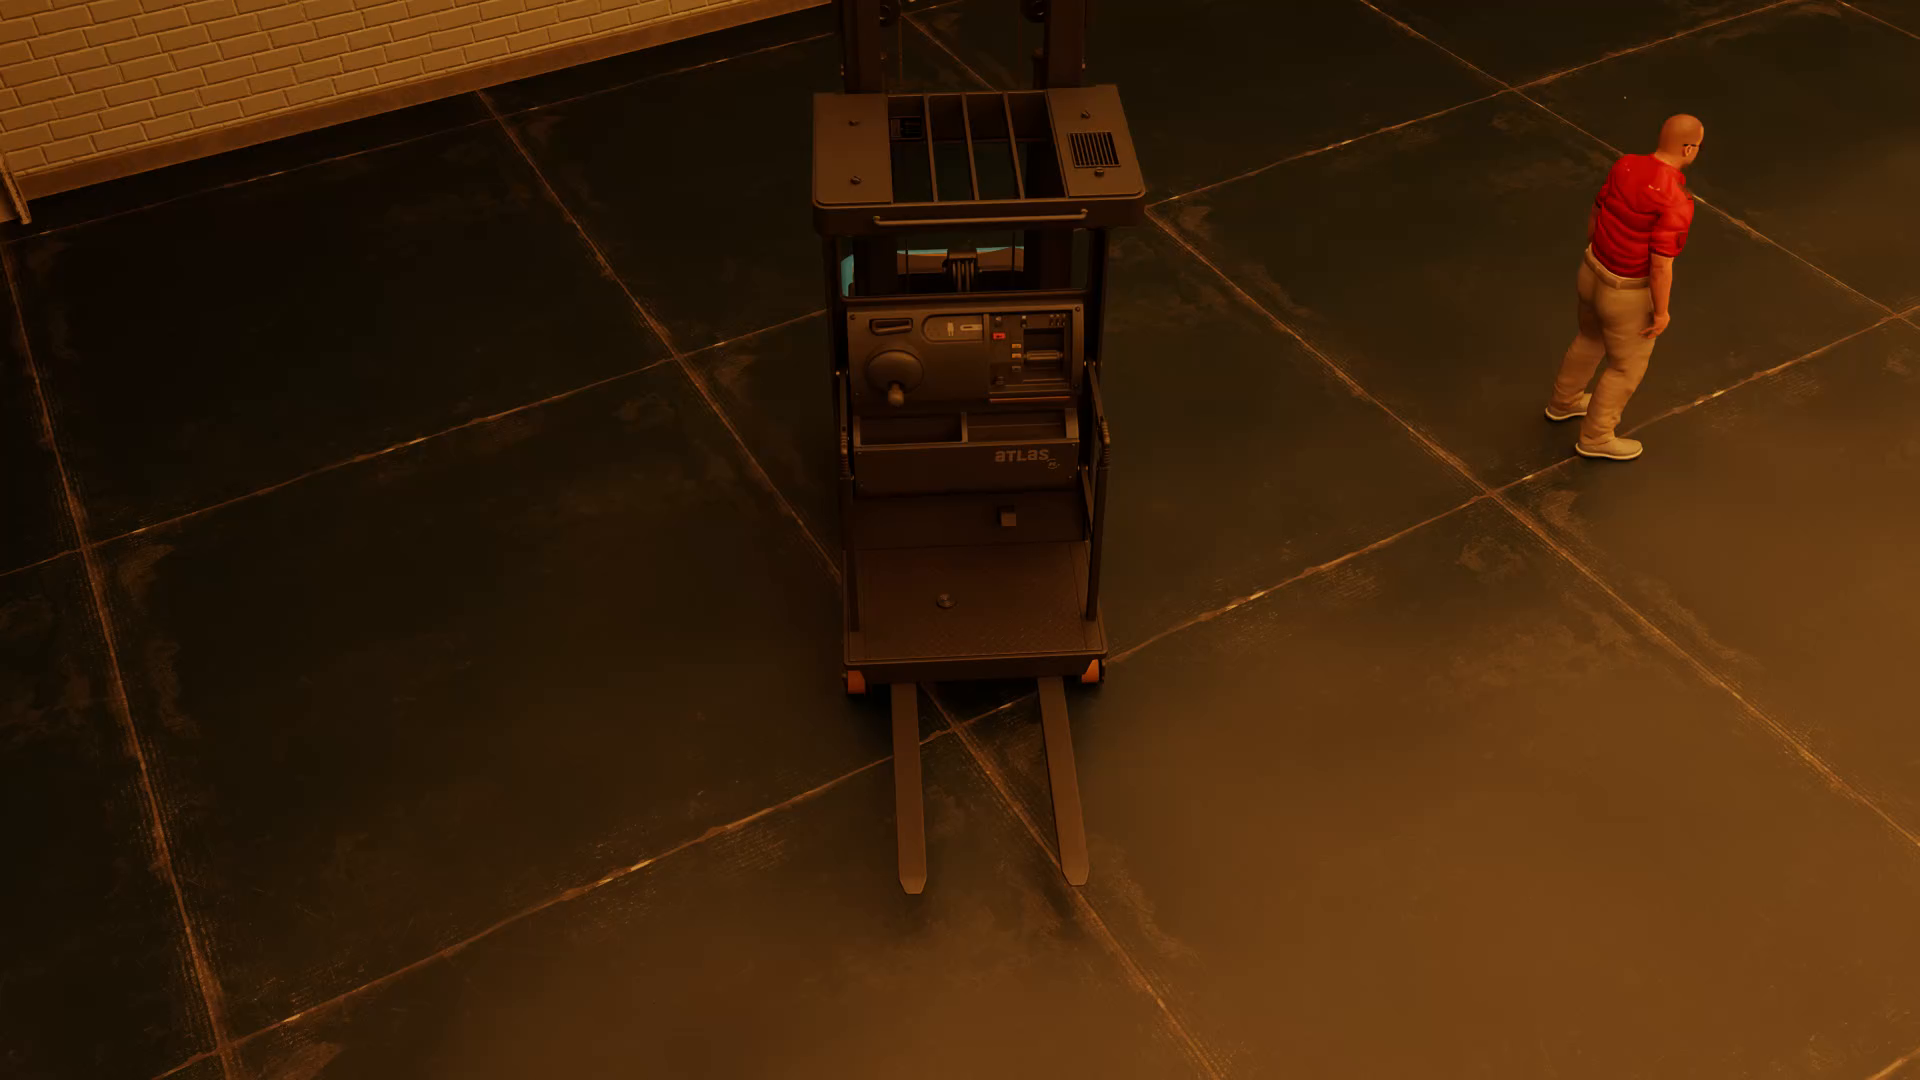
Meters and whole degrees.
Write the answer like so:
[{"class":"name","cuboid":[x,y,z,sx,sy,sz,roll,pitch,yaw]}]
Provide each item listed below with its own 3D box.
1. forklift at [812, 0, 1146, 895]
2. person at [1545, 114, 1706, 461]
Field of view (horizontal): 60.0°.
[{"class":"forklift","cuboid":[0.039,-0.649,6.397,1.130,2.935,3.031,-2,43,-3]},{"class":"person","cuboid":[3.160,-1.203,7.880,0.398,1.725,0.598,-11,44,-12]}]
